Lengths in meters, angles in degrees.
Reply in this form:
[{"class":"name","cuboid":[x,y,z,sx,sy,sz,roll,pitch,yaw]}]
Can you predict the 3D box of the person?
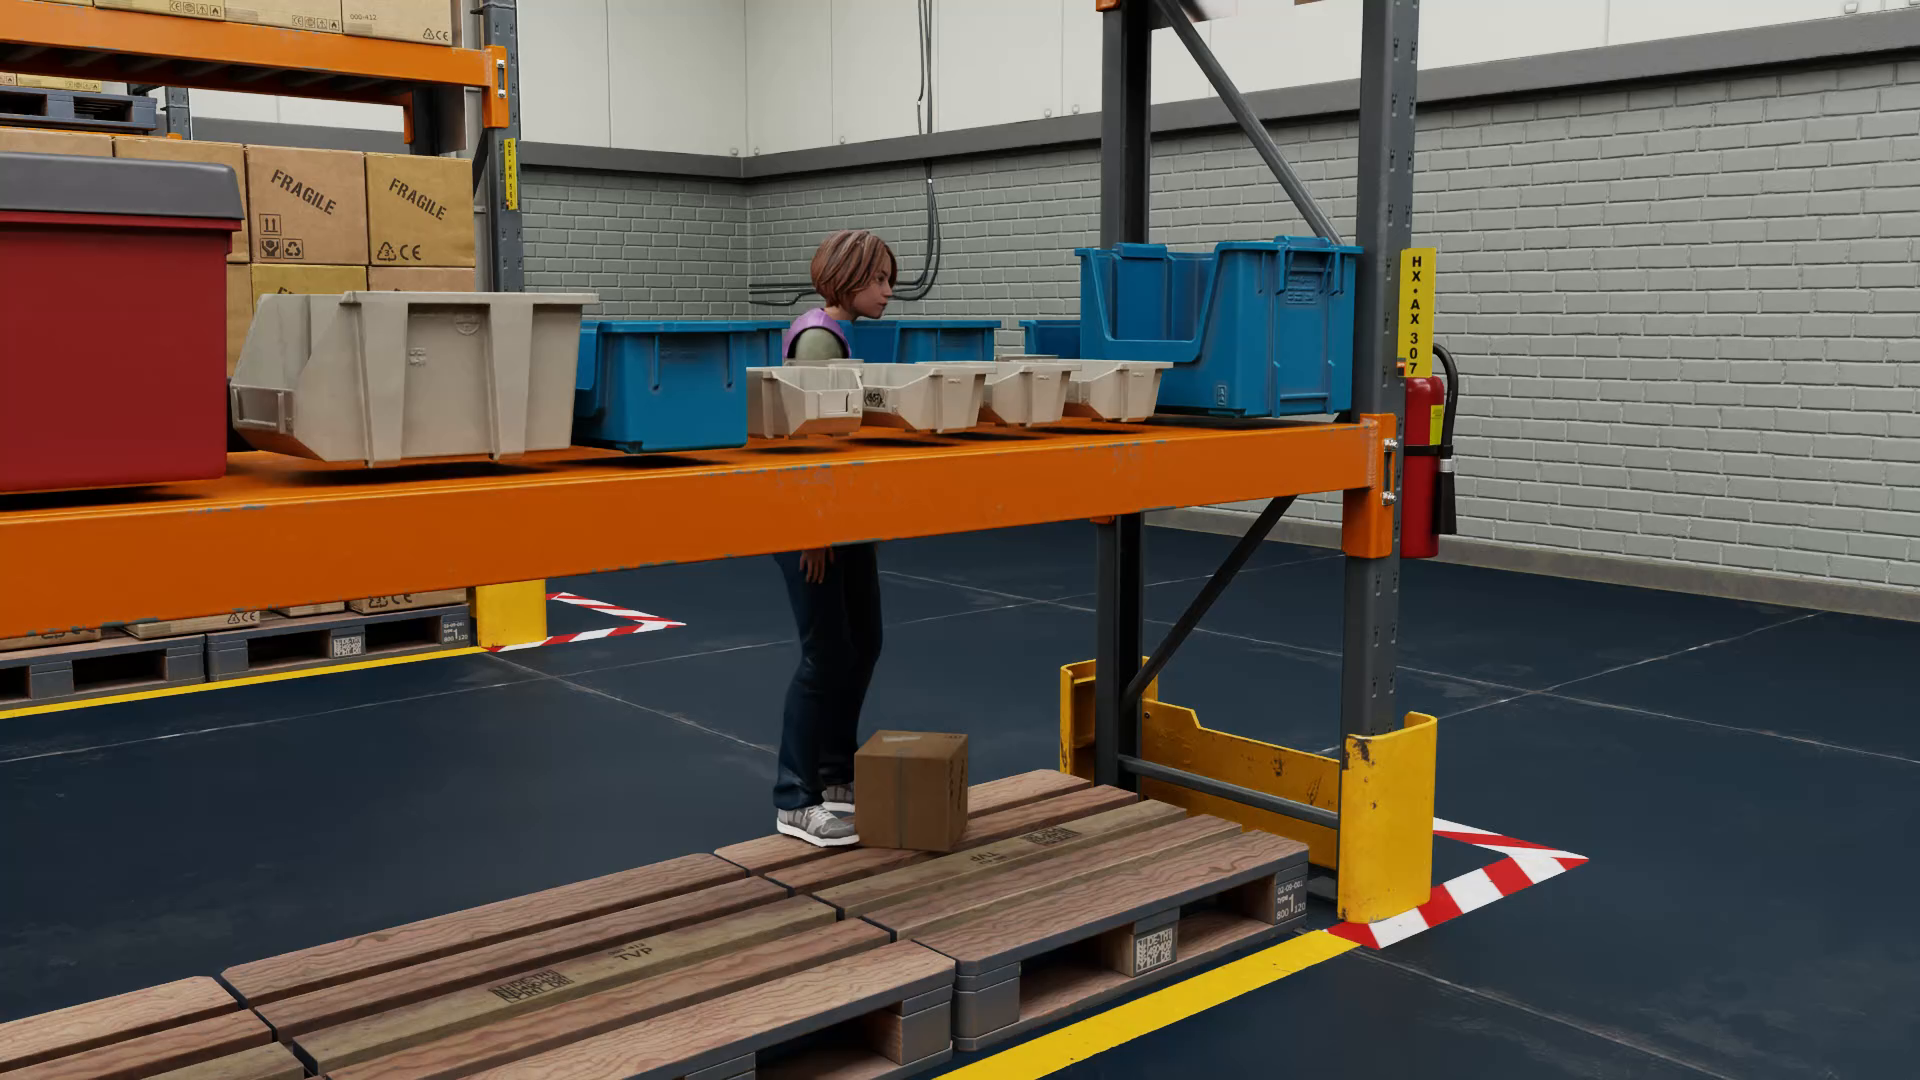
[{"class":"person","cuboid":[-0.346,-0.021,4.434,0.347,1.589,0.482,2,8,18]}]
